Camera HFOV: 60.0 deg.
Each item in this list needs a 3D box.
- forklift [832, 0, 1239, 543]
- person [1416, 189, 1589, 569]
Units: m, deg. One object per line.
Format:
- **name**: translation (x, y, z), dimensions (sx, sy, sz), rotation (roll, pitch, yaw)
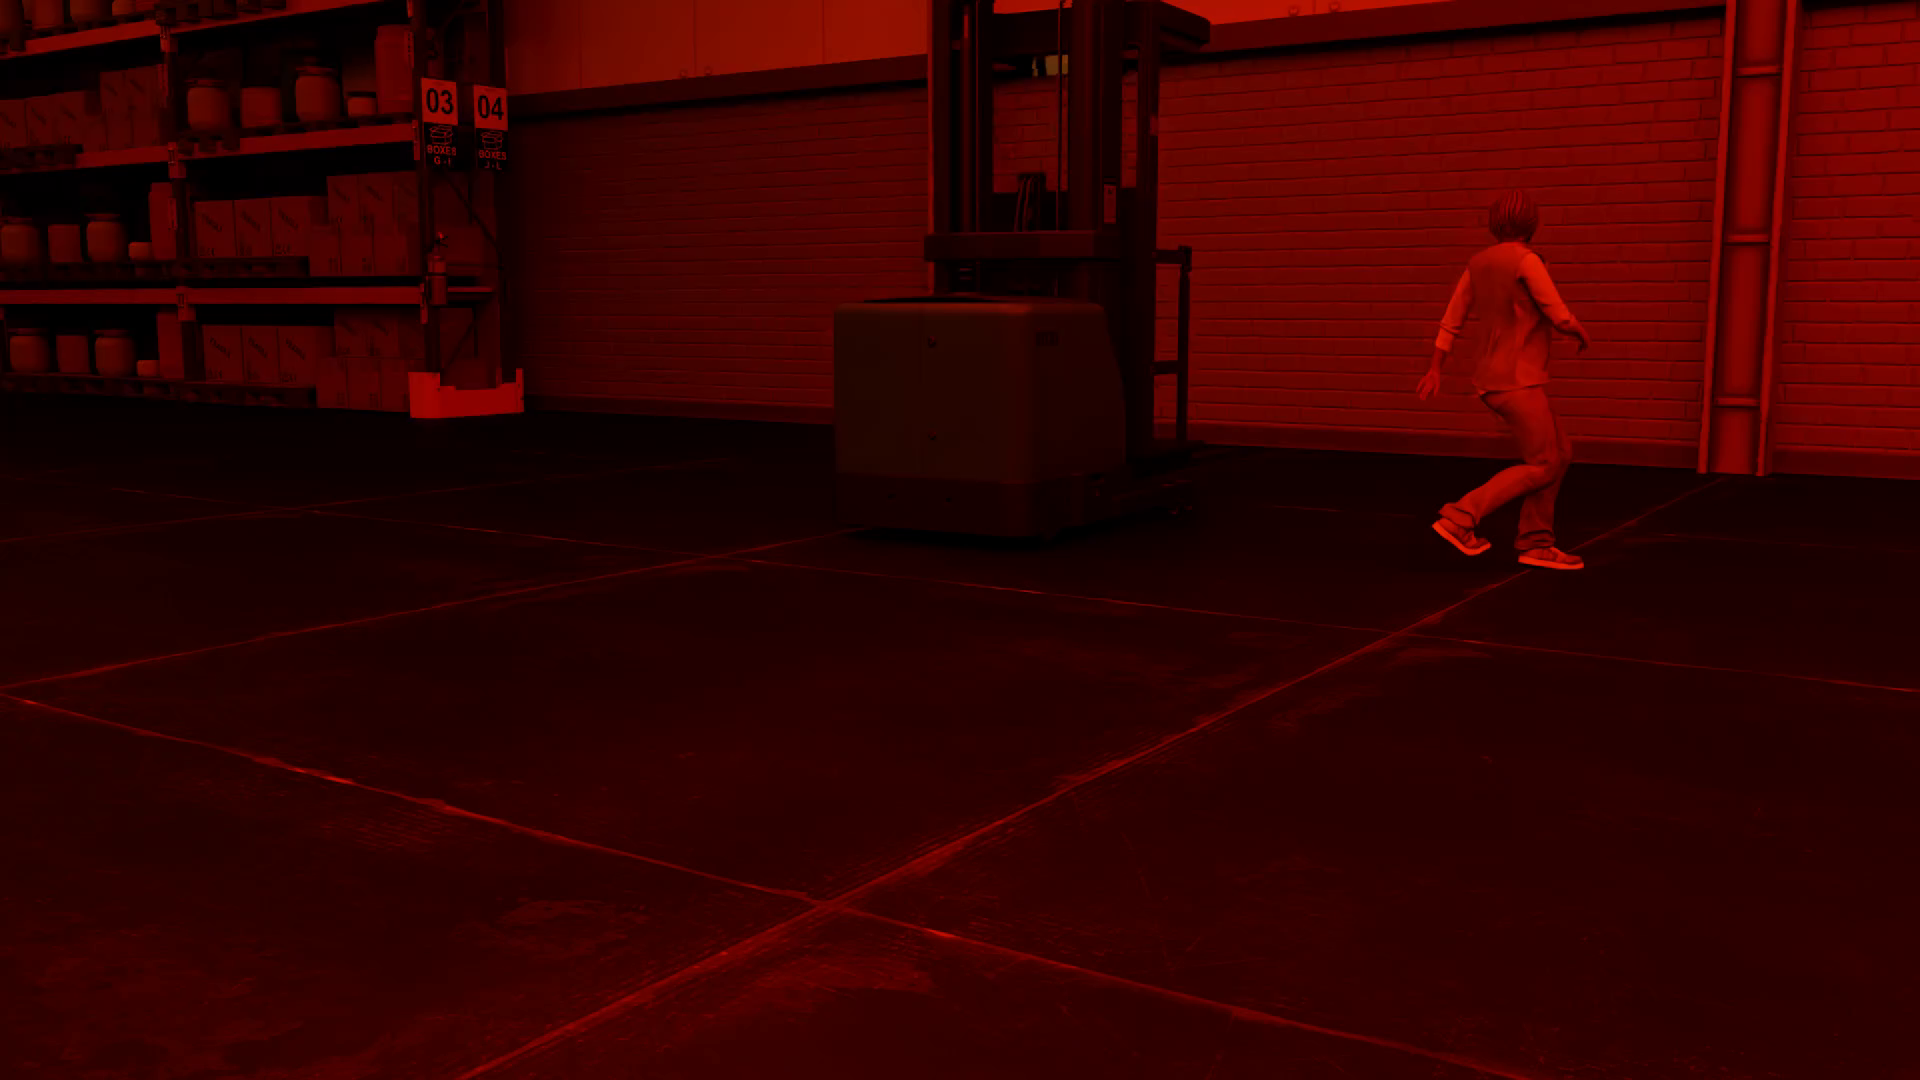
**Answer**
- **forklift**: translation (0.589, -1.606, 8.489), dimensions (1.130, 2.935, 3.031), rotation (5, 9, 30)
- **person**: translation (2.228, -0.576, 6.729), dimensions (0.658, 1.409, 0.494), rotation (0, 8, 3)
